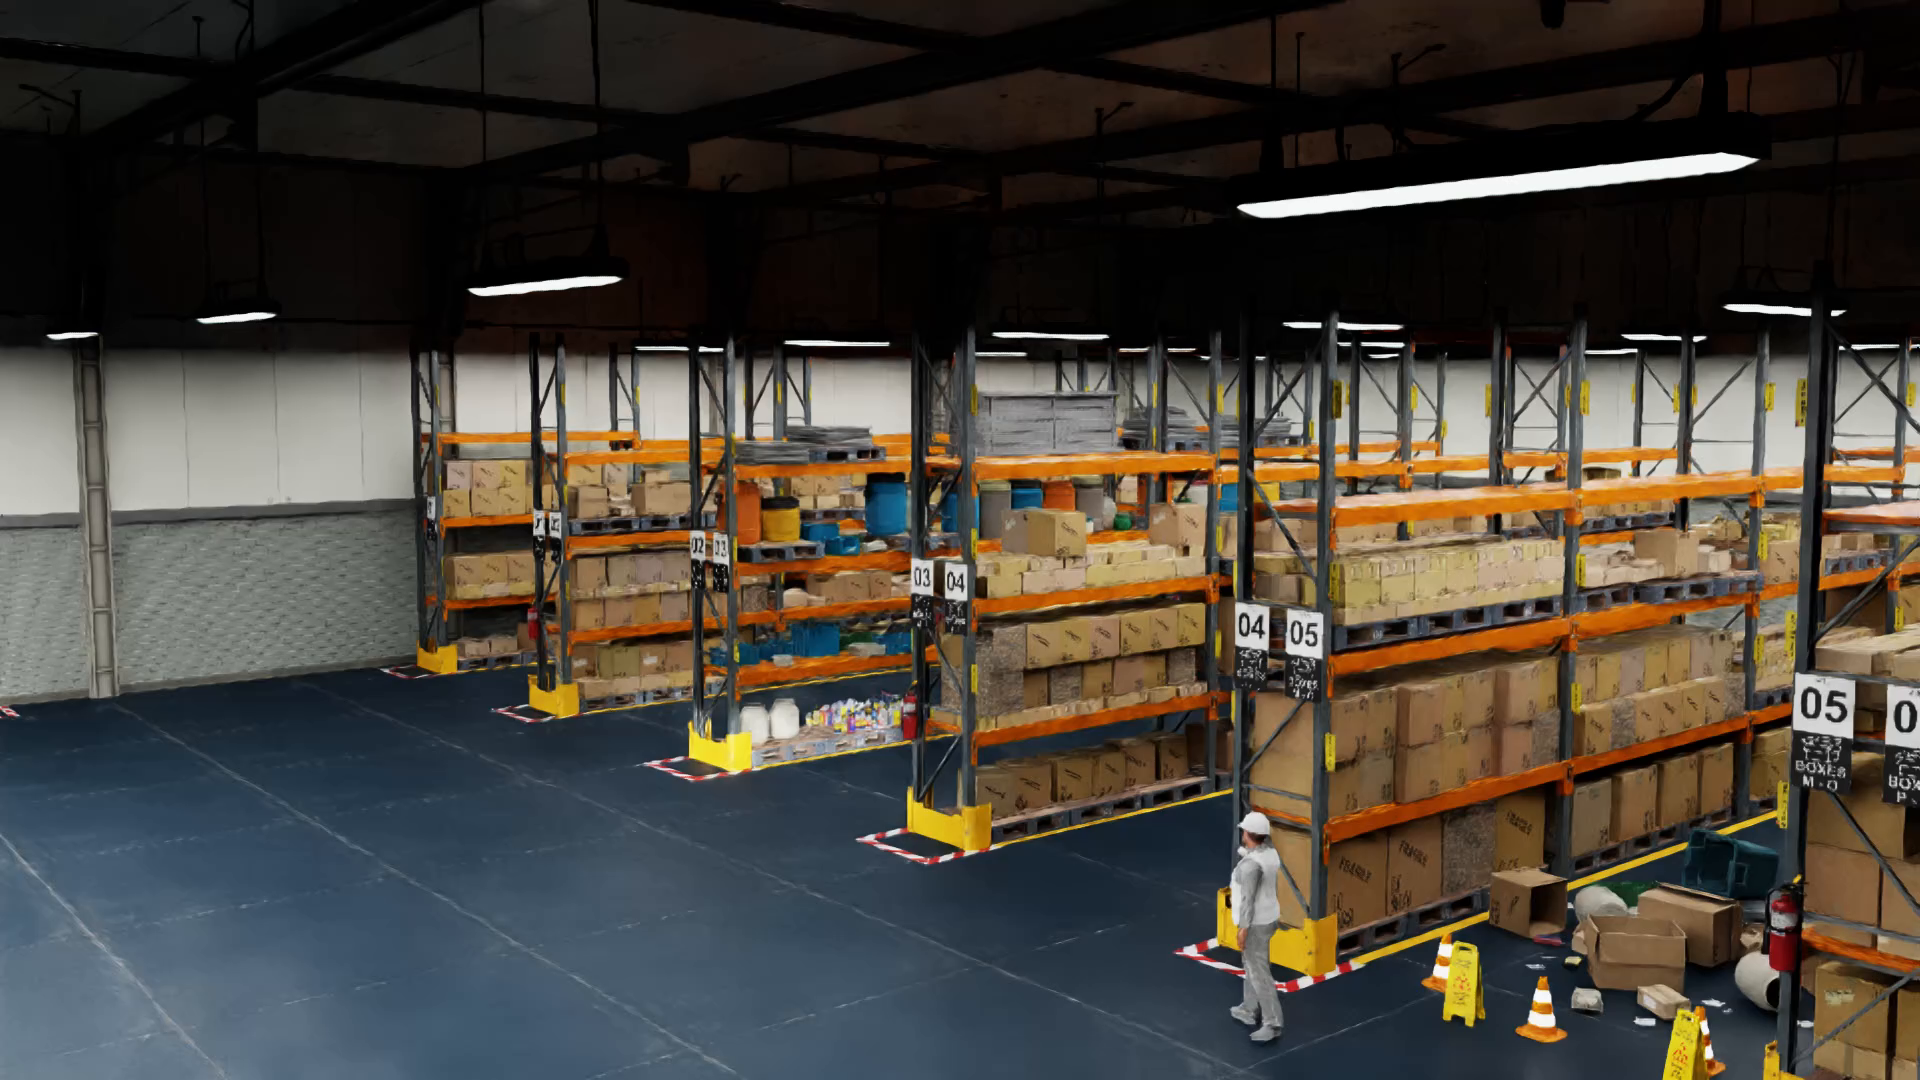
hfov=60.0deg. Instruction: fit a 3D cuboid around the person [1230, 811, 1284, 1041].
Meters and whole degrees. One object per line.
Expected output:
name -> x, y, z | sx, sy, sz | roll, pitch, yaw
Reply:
person -> 2.368, 3.060, 13.317 | 0.554, 1.774, 0.651 | 3, 6, 29
